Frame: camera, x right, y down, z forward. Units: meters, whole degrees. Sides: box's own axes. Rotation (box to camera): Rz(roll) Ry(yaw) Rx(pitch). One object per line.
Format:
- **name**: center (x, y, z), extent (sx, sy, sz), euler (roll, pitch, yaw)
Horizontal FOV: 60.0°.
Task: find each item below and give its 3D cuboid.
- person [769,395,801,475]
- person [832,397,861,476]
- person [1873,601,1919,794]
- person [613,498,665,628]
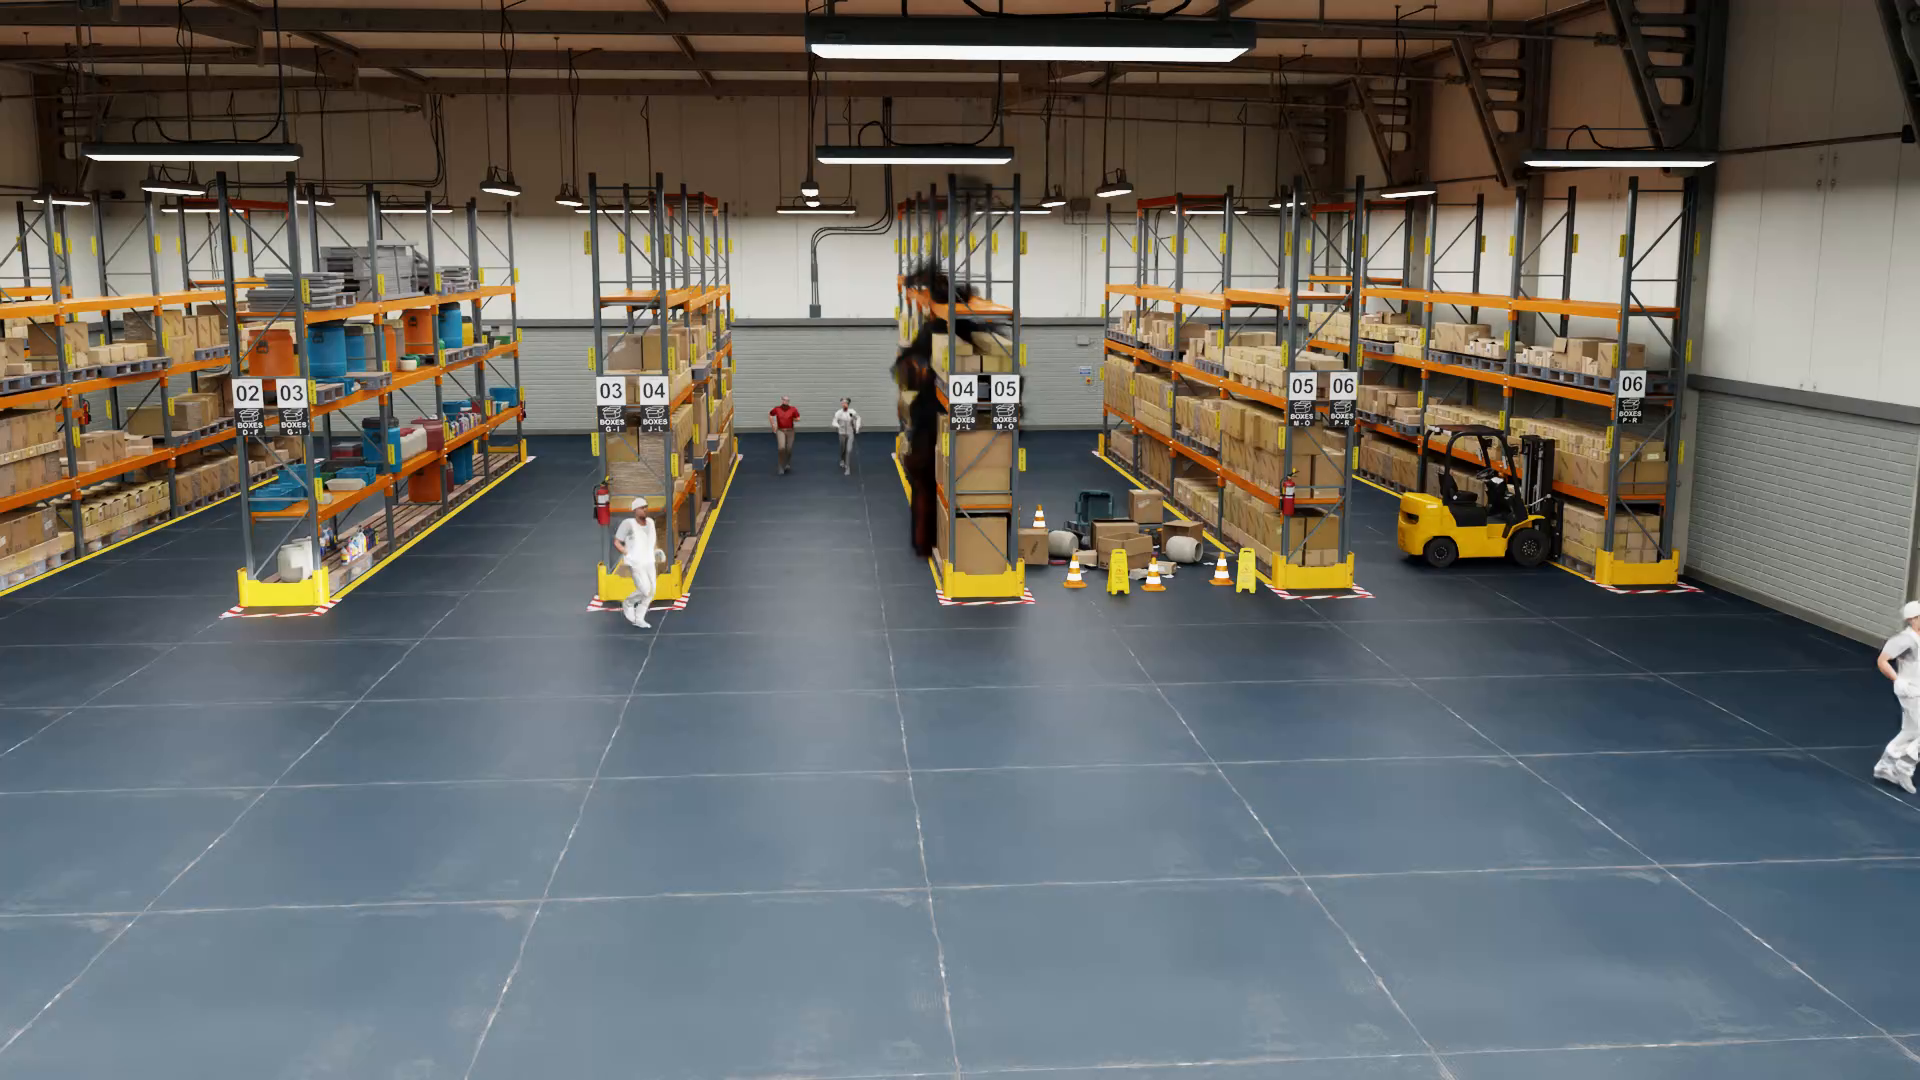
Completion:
- **person**: center (-3.890, -2.348, 37.150), extent (0.676, 1.768, 0.795), euler (-3, 10, -17)
- **person**: center (-2.527, -2.341, 37.091), extent (0.622, 1.715, 0.934), euler (0, 10, 1)
- **person**: center (8.862, 1.457, 15.355), extent (0.659, 1.797, 0.637), euler (10, 14, 43)
- **person**: center (-4.225, 0.309, 22.010), extent (0.565, 1.742, 0.653), euler (7, 12, 36)
